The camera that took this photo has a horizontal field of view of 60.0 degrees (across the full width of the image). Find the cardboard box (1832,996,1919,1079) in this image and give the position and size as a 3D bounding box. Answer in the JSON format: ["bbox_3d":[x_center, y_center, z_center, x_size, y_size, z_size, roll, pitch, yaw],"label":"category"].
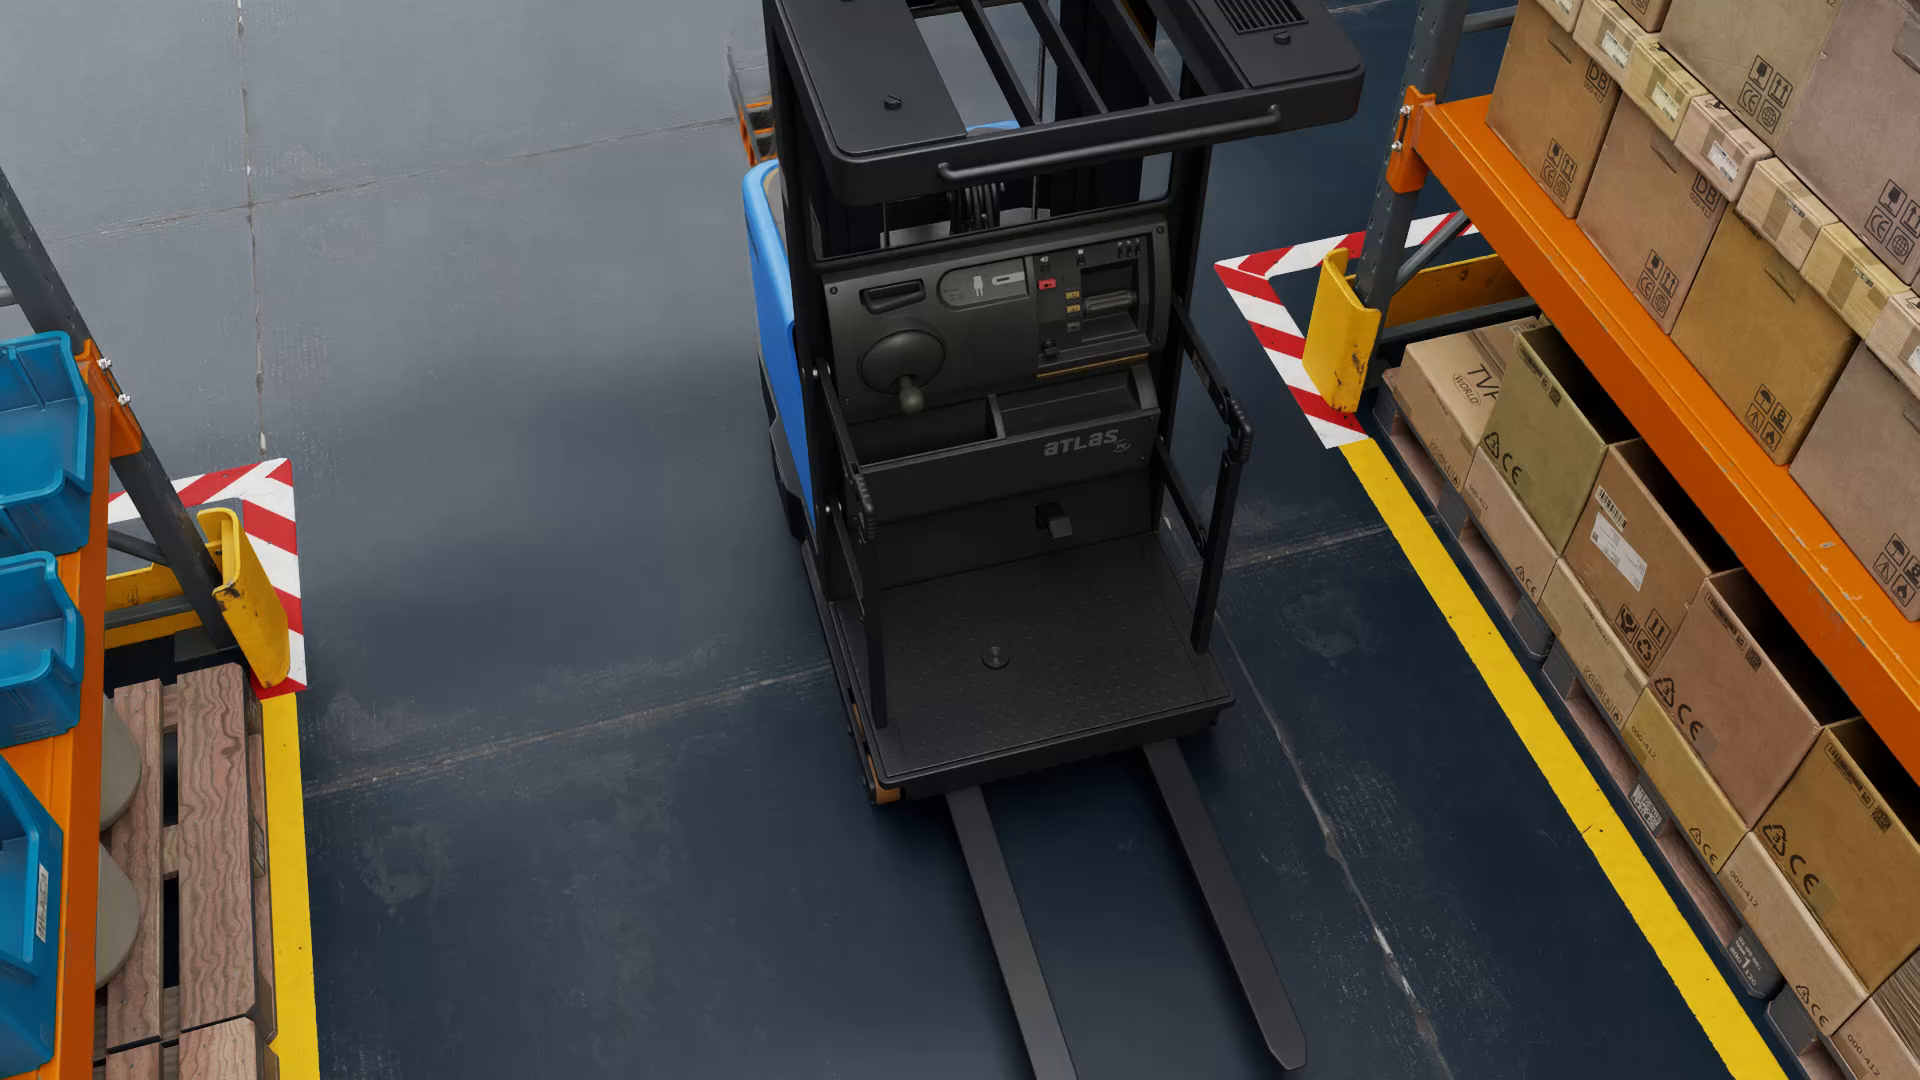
[{"bbox_3d":[2.598,1.353,4.171,0.500,0.250,0.500,-13,51,-11],"label":"cardboard box"}]

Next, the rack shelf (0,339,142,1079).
[{"bbox_3d":[-2.242,1.147,3.291,1.077,0.370,4.000,-13,51,-11],"label":"rack shelf"}]

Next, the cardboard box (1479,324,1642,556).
[{"bbox_3d":[1.995,-0.347,5.114,0.500,0.500,0.500,-13,51,-11],"label":"cardboard box"}]

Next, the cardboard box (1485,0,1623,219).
[{"bbox_3d":[2.025,-1.351,4.862,0.700,0.500,0.500,-13,51,-11],"label":"cardboard box"}]

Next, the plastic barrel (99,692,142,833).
[{"bbox_3d":[-2.566,0.585,4.648,0.421,0.512,0.421,0,50,0],"label":"plastic barrel"}]

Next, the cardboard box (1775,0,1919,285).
[{"bbox_3d":[2.351,-0.980,3.700,0.700,0.500,0.500,-13,51,-11],"label":"cardboard box"}]

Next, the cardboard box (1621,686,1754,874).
[{"bbox_3d":[2.287,0.626,4.784,0.500,0.250,0.500,-13,51,-11],"label":"cardboard box"}]

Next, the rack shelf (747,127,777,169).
[{"bbox_3d":[-0.705,-1.541,6.541,0.258,0.180,0.103,-14,73,-11],"label":"rack shelf"}]

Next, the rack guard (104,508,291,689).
[{"bbox_3d":[-2.766,0.305,5.166,1.175,0.500,0.348,-13,51,-11],"label":"rack guard"}]

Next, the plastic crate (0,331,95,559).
[{"bbox_3d":[-2.400,-0.199,4.054,0.499,0.251,0.616,-13,51,-11],"label":"plastic crate"}]

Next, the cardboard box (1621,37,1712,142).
[{"bbox_3d":[1.963,-1.194,4.305,0.380,0.149,0.250,-13,51,-11],"label":"cardboard box"}]

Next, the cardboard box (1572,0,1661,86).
[{"bbox_3d":[1.890,-1.376,4.459,0.380,0.149,0.250,-15,51,-12],"label":"cardboard box"}]

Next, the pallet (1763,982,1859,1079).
[{"bbox_3d":[2.887,1.567,4.291,1.003,0.211,1.213,-13,51,-11],"label":"pallet"}]

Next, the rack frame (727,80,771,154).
[{"bbox_3d":[-0.661,-1.332,6.572,0.240,0.006,1.200,-14,73,-11],"label":"rack frame"}]

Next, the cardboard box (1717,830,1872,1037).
[{"bbox_3d":[2.436,0.991,4.476,0.500,0.250,0.500,-13,51,-11],"label":"cardboard box"}]

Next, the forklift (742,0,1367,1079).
[{"bbox_3d":[0.169,-0.485,4.242,1.130,2.935,3.031,-12,51,-10],"label":"forklift"}]

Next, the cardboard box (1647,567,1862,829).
[{"bbox_3d":[2.286,0.385,4.497,0.500,0.500,0.500,-13,51,-11],"label":"cardboard box"}]

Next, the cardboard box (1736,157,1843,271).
[{"bbox_3d":[2.116,-0.815,3.985,0.380,0.149,0.250,-15,51,-12],"label":"cardboard box"}]

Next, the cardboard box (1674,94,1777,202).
[{"bbox_3d":[2.035,-1.009,4.149,0.380,0.149,0.250,-14,51,-12],"label":"cardboard box"}]

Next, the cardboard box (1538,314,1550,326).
[{"bbox_3d":[2.340,-0.587,5.807,0.500,0.250,0.500,-13,51,-11],"label":"cardboard box"}]

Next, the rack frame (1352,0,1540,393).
[{"bbox_3d":[1.899,-1.663,5.190,1.000,3.000,0.127,-13,51,-11],"label":"rack frame"}]

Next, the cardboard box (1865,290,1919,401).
[{"bbox_3d":[2.263,-0.446,3.674,0.380,0.149,0.250,-13,51,-11],"label":"cardboard box"}]

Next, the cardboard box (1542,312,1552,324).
[{"bbox_3d":[2.342,-0.829,5.520,0.500,0.500,0.500,-13,51,-11],"label":"cardboard box"}]

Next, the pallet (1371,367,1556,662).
[{"bbox_3d":[2.165,-0.215,5.793,1.003,0.211,1.213,-13,51,-11],"label":"pallet"}]

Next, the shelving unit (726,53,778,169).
[{"bbox_3d":[-0.651,-1.362,6.486,0.258,0.189,1.200,-14,73,-11],"label":"shelving unit"}]

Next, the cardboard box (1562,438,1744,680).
[{"bbox_3d":[2.155,0.016,4.808,0.500,0.500,0.500,-13,51,-11],"label":"cardboard box"}]

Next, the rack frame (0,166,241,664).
[{"bbox_3d":[-2.834,-0.545,4.248,1.000,3.000,0.127,-13,51,-11],"label":"rack frame"}]

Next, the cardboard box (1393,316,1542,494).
[{"bbox_3d":[1.845,-0.470,5.708,0.500,0.250,0.500,-13,51,-11],"label":"cardboard box"}]

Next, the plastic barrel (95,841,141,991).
[{"bbox_3d":[-2.418,0.951,4.339,0.421,0.512,0.421,0,50,0],"label":"plastic barrel"}]

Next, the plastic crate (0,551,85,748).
[{"bbox_3d":[-2.213,0.276,3.653,0.499,0.251,0.408,-13,51,-11],"label":"plastic crate"}]

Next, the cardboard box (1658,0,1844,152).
[{"bbox_3d":[2.201,-1.348,4.010,0.700,0.500,0.500,-15,51,-12],"label":"cardboard box"}]

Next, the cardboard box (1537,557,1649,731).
[{"bbox_3d":[2.144,0.260,5.093,0.500,0.250,0.500,-13,51,-11],"label":"cardboard box"}]

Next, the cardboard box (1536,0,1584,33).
[{"bbox_3d":[1.809,-1.569,4.621,0.380,0.149,0.250,-14,51,-11],"label":"cardboard box"}]

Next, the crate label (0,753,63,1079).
[{"bbox_3d":[-2.031,0.726,3.153,0.502,0.435,0.616,-13,51,-11],"label":"crate label"}]

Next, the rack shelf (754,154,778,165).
[{"bbox_3d":[-0.672,-1.431,6.507,0.258,0.180,0.103,-14,73,-11],"label":"rack shelf"}]

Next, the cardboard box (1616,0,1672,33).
[{"bbox_3d":[2.041,-1.730,4.333,0.700,0.500,0.500,-13,51,-11],"label":"cardboard box"}]

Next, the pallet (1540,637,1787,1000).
[{"bbox_3d":[2.522,0.675,5.043,1.003,0.211,1.213,-13,51,-11],"label":"pallet"}]

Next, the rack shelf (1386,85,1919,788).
[{"bbox_3d":[2.491,0.030,4.233,1.077,0.370,4.000,-13,51,-11],"label":"rack shelf"}]

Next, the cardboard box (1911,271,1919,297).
[{"bbox_3d":[2.499,-0.614,3.392,0.700,0.500,0.500,-13,51,-11],"label":"cardboard box"}]

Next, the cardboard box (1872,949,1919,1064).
[{"bbox_3d":[2.599,1.111,3.885,0.500,0.500,0.500,-13,51,-11],"label":"cardboard box"}]

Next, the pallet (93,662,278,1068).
[{"bbox_3d":[-2.531,0.993,4.775,1.003,0.211,1.213,-13,51,-11],"label":"pallet"}]

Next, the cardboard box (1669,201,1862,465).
[{"bbox_3d":[2.326,-0.604,4.232,0.700,0.500,0.500,-13,51,-11],"label":"cardboard box"}]

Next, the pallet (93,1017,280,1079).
[{"bbox_3d":[-2.174,1.882,4.025,1.003,0.211,1.213,-13,51,-11],"label":"pallet"}]

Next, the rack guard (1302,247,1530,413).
[{"bbox_3d":[1.892,-0.874,6.160,1.175,0.500,0.348,-13,51,-11],"label":"rack guard"}]

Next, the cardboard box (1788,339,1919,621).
[{"bbox_3d":[2.485,-0.221,3.909,0.700,0.500,0.500,-12,51,-10],"label":"cardboard box"}]

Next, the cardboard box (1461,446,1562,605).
[{"bbox_3d":[1.997,-0.105,5.401,0.500,0.250,0.500,-13,51,-11],"label":"cardboard box"}]

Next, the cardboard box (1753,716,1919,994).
[{"bbox_3d":[2.448,0.747,4.192,0.500,0.500,0.500,-13,51,-11],"label":"cardboard box"}]

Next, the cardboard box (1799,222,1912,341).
[{"bbox_3d":[2.192,-0.628,3.828,0.380,0.149,0.250,-14,51,-11],"label":"cardboard box"}]

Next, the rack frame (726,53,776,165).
[{"bbox_3d":[-0.640,-1.391,6.400,0.240,0.006,1.200,-14,73,-11],"label":"rack frame"}]

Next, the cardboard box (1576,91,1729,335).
[{"bbox_3d":[2.185,-0.968,4.539,0.700,0.500,0.500,-12,51,-10],"label":"cardboard box"}]

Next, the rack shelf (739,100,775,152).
[{"bbox_3d":[-0.739,-1.651,6.575,0.258,0.180,0.103,-14,73,-11],"label":"rack shelf"}]
